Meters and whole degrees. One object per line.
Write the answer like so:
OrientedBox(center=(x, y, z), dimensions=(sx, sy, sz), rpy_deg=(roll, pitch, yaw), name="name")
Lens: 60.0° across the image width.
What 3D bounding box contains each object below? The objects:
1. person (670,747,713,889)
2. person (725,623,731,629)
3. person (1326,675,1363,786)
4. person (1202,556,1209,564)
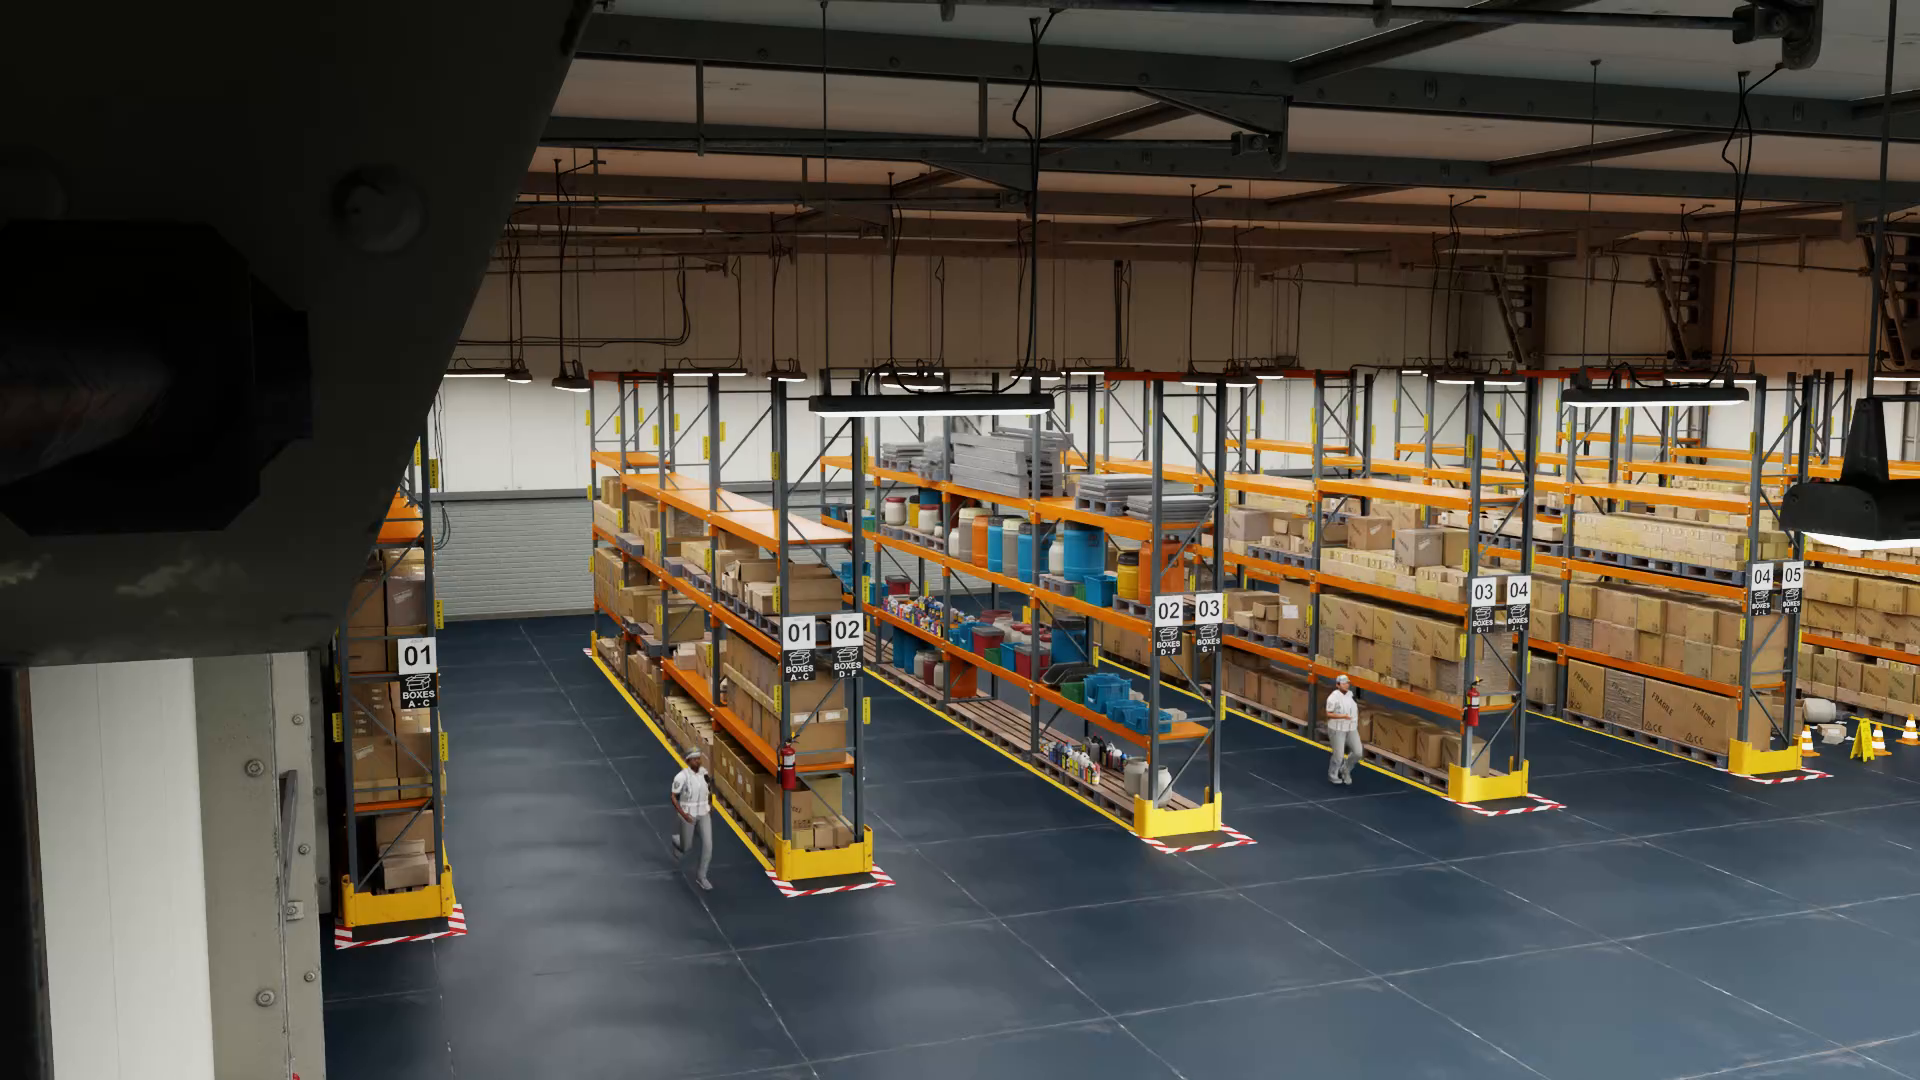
OrientedBox(center=(-3.211, 3.302, 20.020), dimensions=(0.568, 1.679, 0.869), rpy_deg=(-4, 7, -30), name="person")
OrientedBox(center=(-4.352, 1.810, 33.099), dimensions=(0.625, 1.669, 0.599), rpy_deg=(-4, 7, -30), name="person")
OrientedBox(center=(5.648, 2.802, 24.373), dimensions=(0.587, 1.660, 0.610), rpy_deg=(-2, 7, -21), name="person")
OrientedBox(center=(5.569, 1.214, 38.293), dimensions=(0.615, 1.737, 0.828), rpy_deg=(-2, 7, -19), name="person")
